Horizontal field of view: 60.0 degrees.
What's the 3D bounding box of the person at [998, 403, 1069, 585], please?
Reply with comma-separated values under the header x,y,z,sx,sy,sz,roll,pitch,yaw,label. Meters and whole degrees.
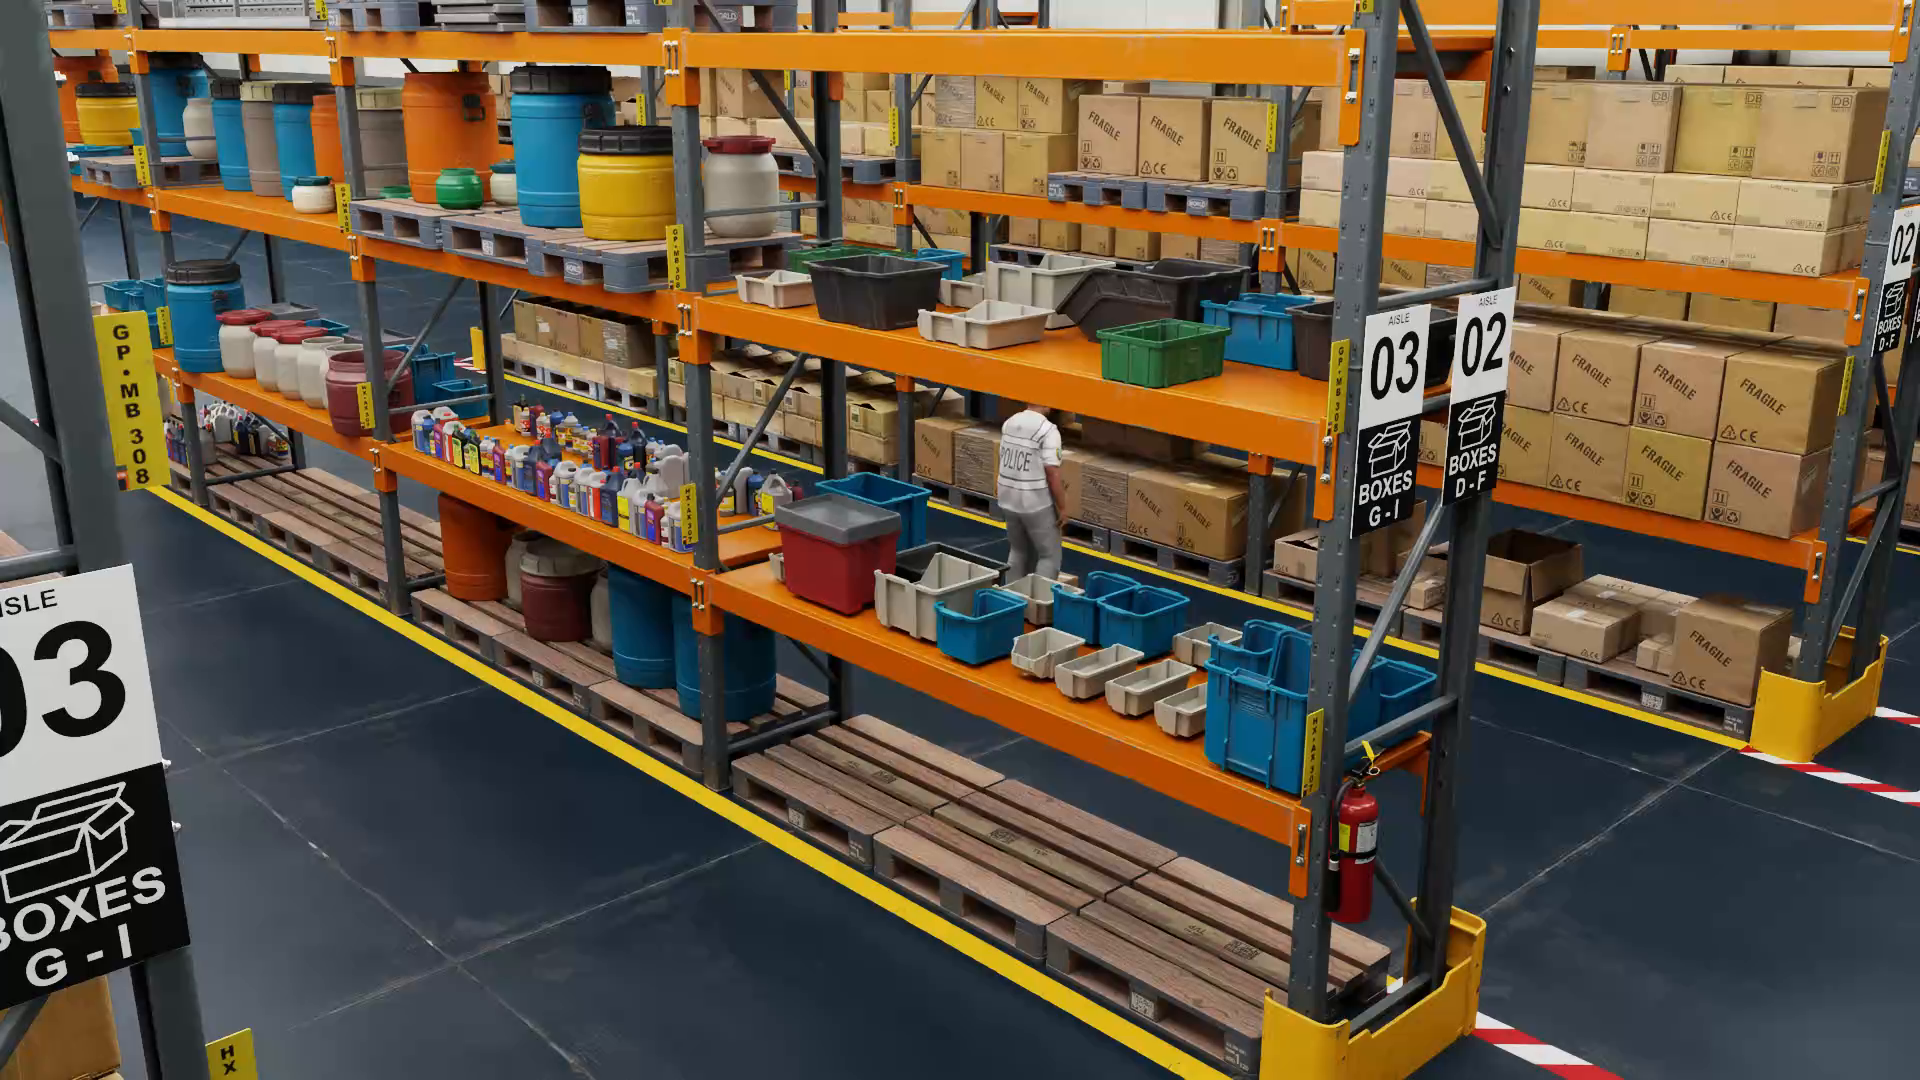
x,y,z,sx,sy,sz,roll,pitch,yaw,label
0.512,-0.266,11.896,0.436,1.746,0.586,-15,23,-41,person
